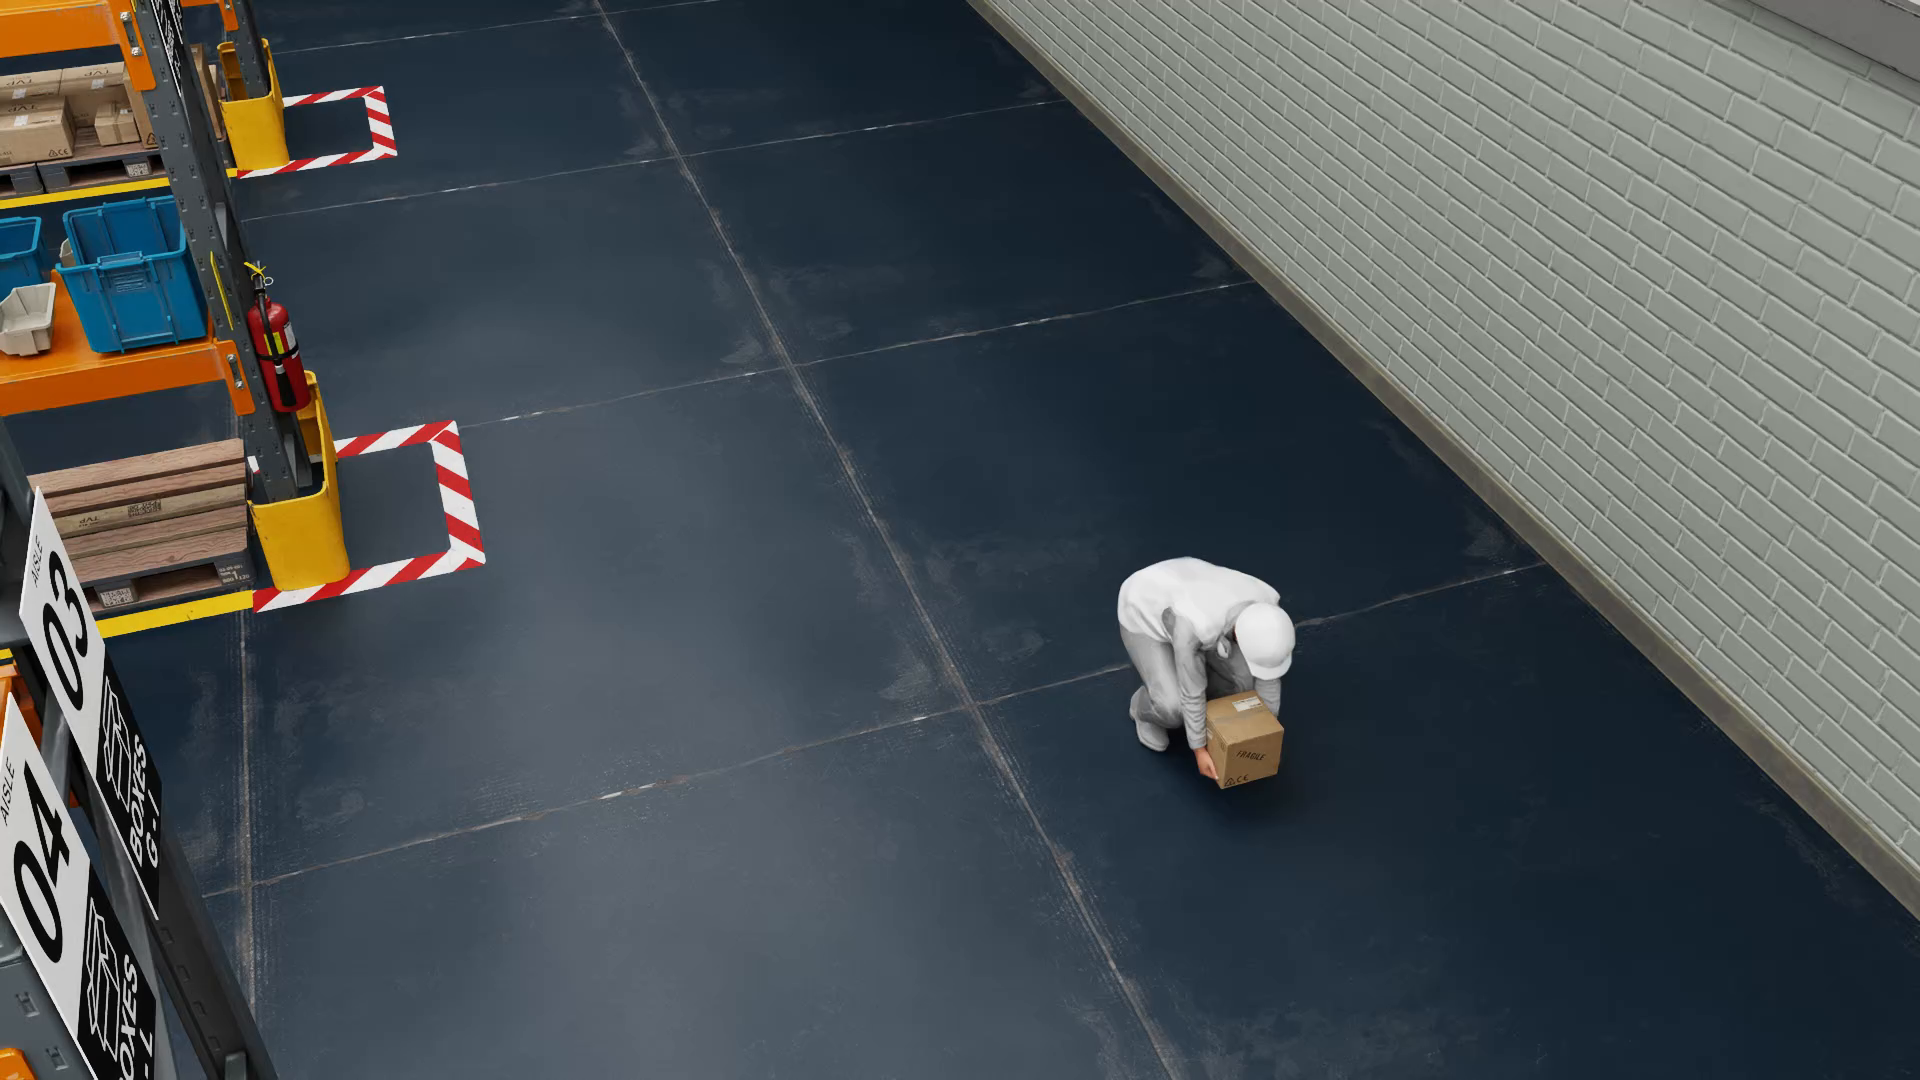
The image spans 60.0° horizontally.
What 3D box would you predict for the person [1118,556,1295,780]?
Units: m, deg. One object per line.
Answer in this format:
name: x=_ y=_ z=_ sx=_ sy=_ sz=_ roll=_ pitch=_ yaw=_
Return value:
person: x=1.001 y=0.478 z=6.781 sx=0.511 sy=1.002 sz=0.920 roll=-14 pitch=40 yaw=-17
